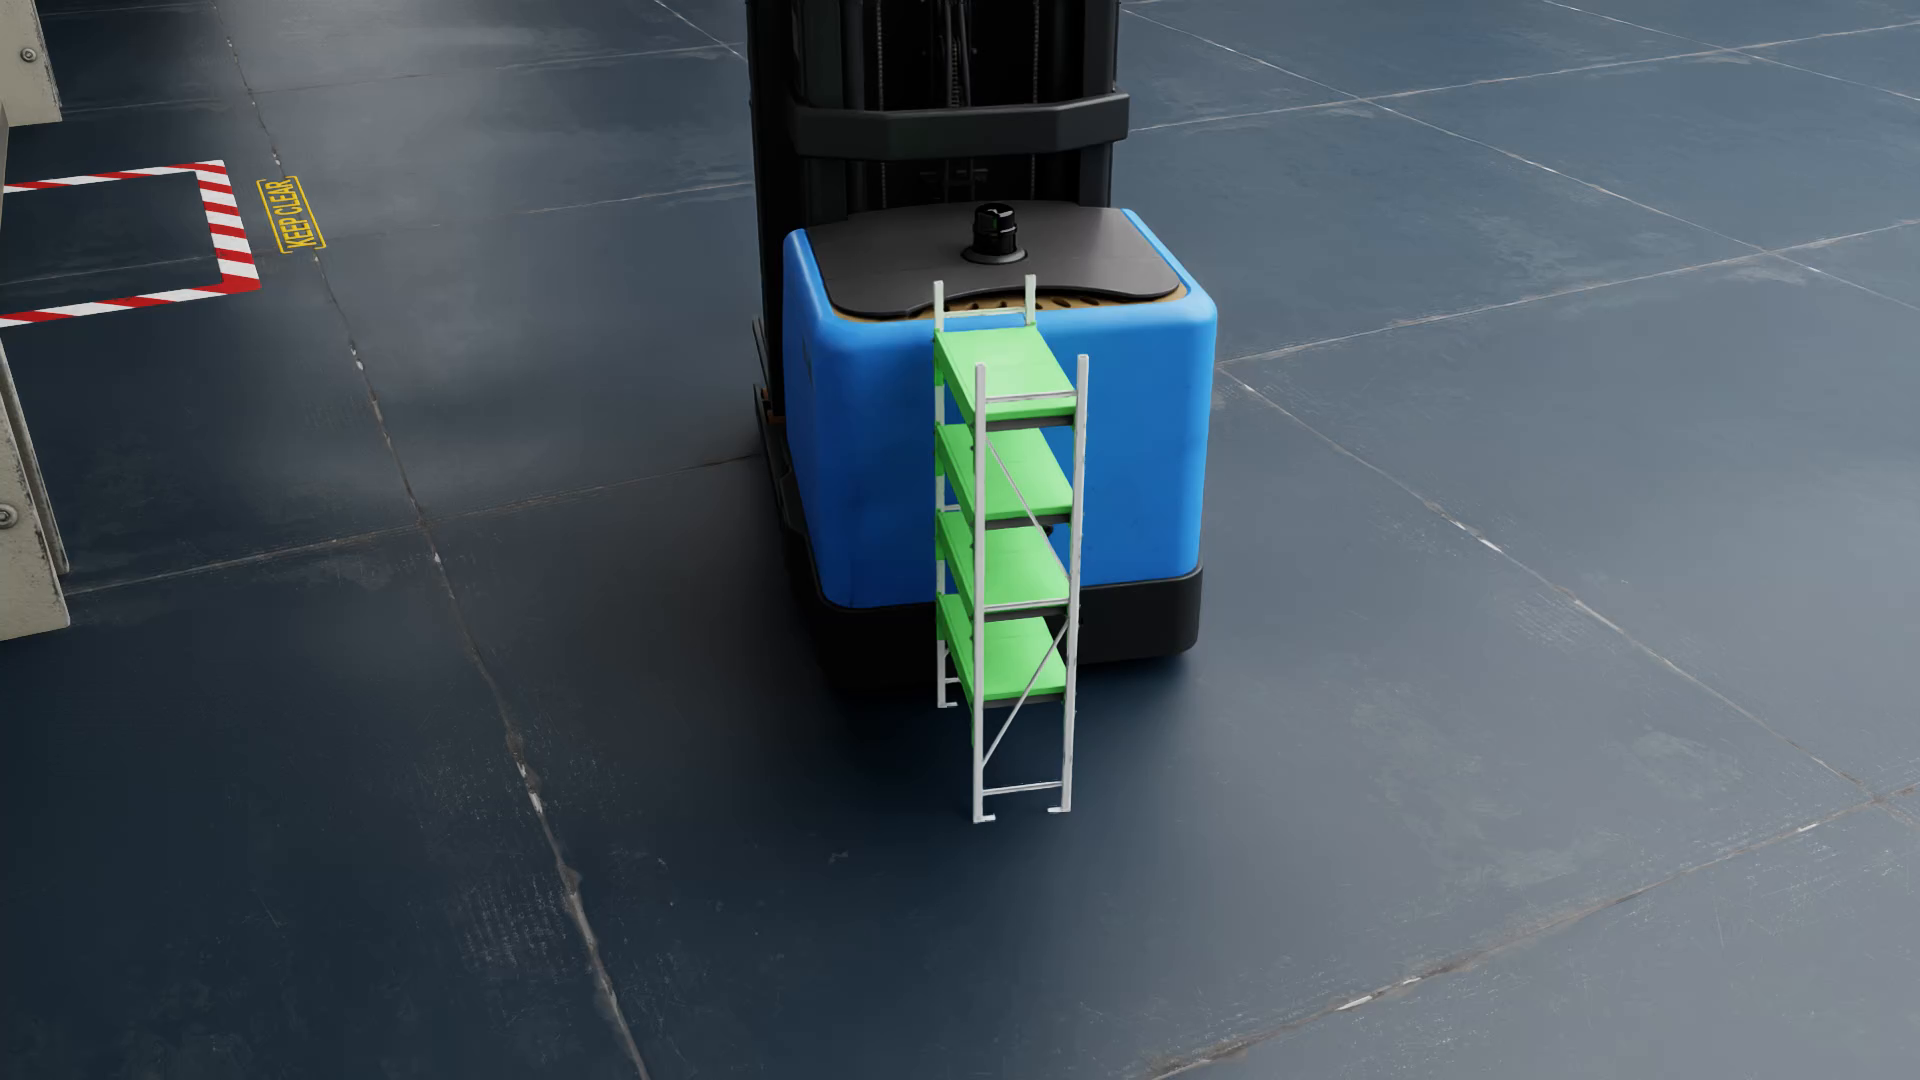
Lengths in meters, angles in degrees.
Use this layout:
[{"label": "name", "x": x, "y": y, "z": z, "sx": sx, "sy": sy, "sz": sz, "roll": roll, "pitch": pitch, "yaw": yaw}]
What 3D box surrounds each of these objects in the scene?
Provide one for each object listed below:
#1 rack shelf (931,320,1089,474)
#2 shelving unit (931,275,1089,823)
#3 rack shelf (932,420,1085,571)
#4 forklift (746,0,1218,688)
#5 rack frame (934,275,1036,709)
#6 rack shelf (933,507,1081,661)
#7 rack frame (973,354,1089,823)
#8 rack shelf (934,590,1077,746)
[{"label": "rack shelf", "x": 0.104, "y": -0.332, "z": 3.764, "sx": 0.258, "sy": 0.148, "sz": 0.480, "roll": -5, "pitch": 30, "yaw": -9}, {"label": "shelving unit", "x": 0.104, "y": 0.031, "z": 3.968, "sx": 0.258, "sy": 1.200, "sz": 0.503, "roll": -5, "pitch": 30, "yaw": -9}, {"label": "rack shelf", "x": 0.104, "y": -0.123, "z": 3.882, "sx": 0.258, "sy": 0.148, "sz": 0.480, "roll": -5, "pitch": 30, "yaw": -9}, {"label": "forklift", "x": -0.122, "y": -1.589, "z": 5.087, "sx": 1.130, "sy": 2.935, "sz": 3.031, "roll": -5, "pitch": 30, "yaw": -9}, {"label": "rack frame", "x": 0.058, "y": -0.086, "z": 4.177, "sx": 0.240, "sy": 1.200, "sz": 0.015, "roll": -5, "pitch": 30, "yaw": -9}, {"label": "rack shelf", "x": 0.104, "y": 0.087, "z": 3.999, "sx": 0.258, "sy": 0.148, "sz": 0.480, "roll": -5, "pitch": 30, "yaw": -9}, {"label": "rack frame", "x": 0.150, "y": 0.148, "z": 3.759, "sx": 0.240, "sy": 1.200, "sz": 0.015, "roll": -5, "pitch": 30, "yaw": -9}, {"label": "rack shelf", "x": 0.104, "y": 0.296, "z": 4.117, "sx": 0.258, "sy": 0.148, "sz": 0.480, "roll": -5, "pitch": 30, "yaw": -9}]
